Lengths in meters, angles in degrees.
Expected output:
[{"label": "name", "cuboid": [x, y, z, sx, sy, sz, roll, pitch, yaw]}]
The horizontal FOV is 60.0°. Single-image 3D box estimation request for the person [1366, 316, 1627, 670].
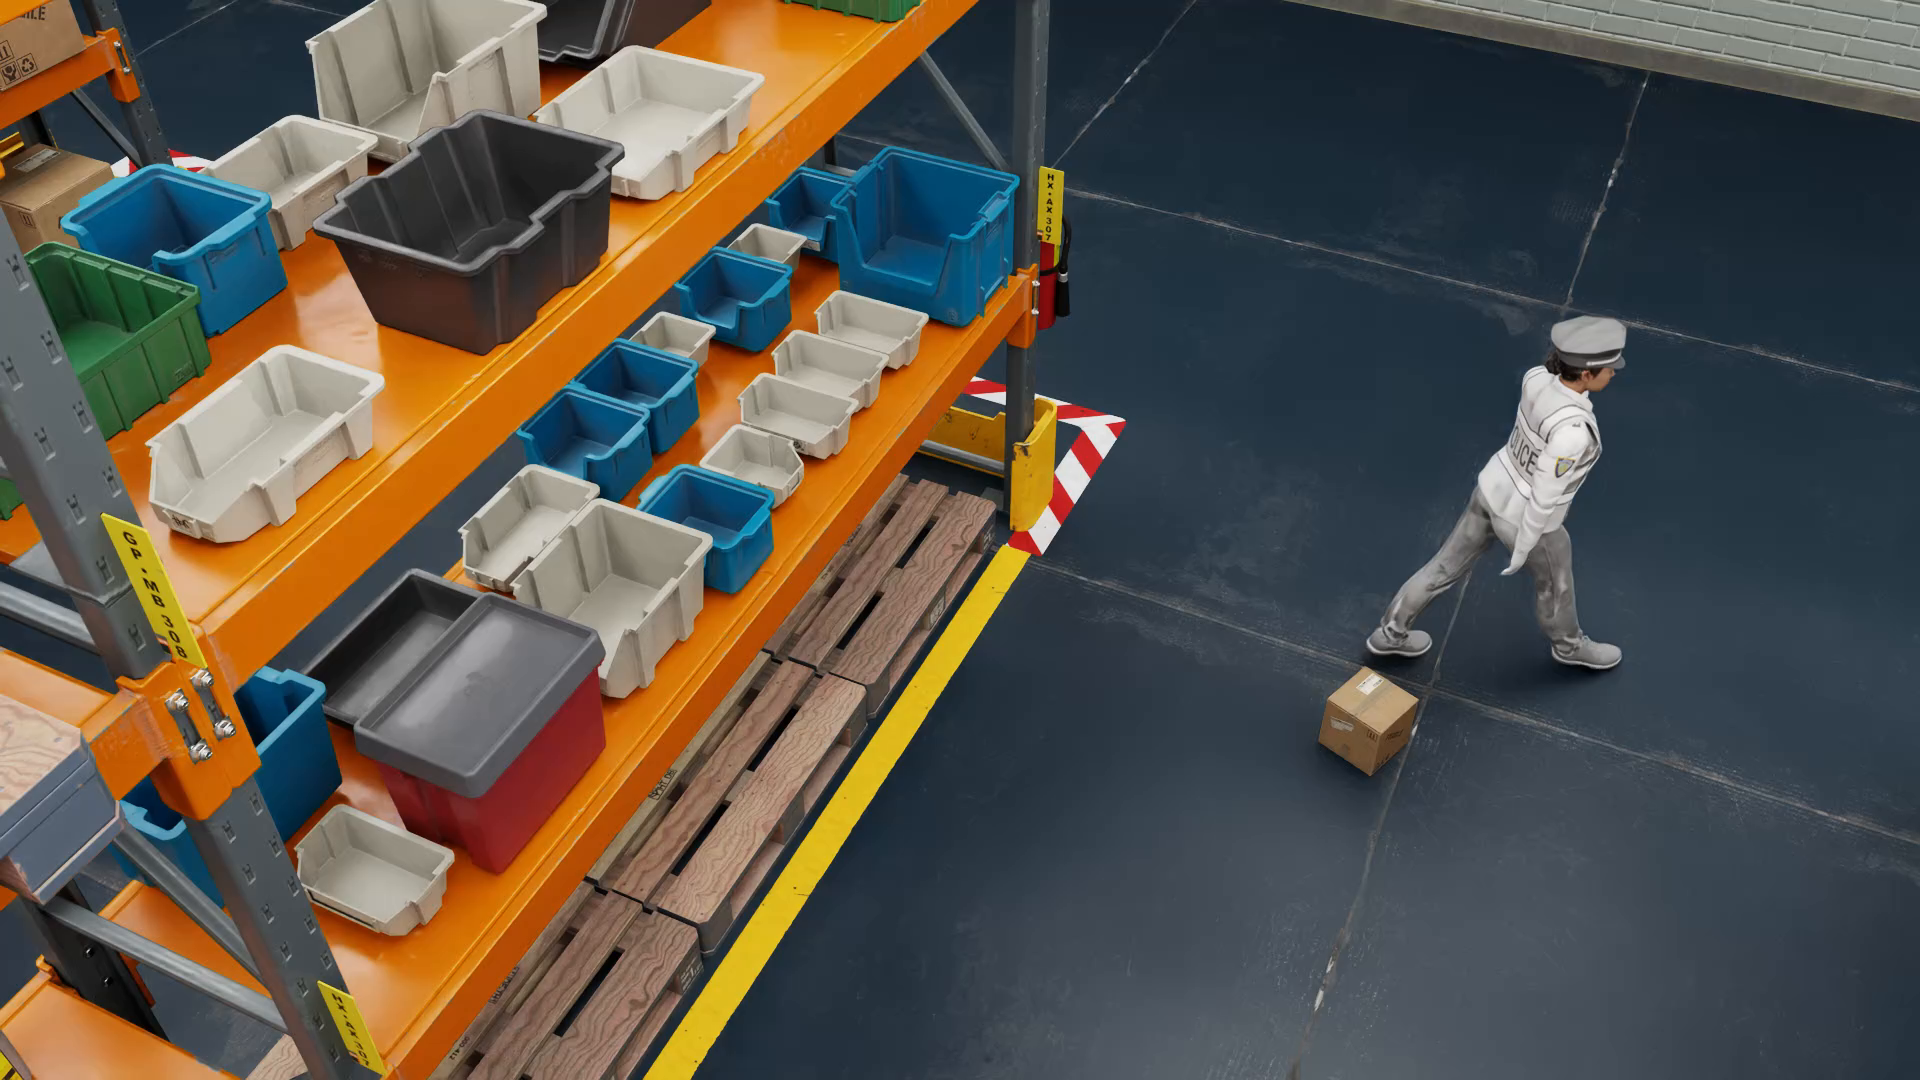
[{"label": "person", "cuboid": [2.171, -0.138, 6.294, 1.029, 1.610, 0.505, -7, 43, -7]}]
